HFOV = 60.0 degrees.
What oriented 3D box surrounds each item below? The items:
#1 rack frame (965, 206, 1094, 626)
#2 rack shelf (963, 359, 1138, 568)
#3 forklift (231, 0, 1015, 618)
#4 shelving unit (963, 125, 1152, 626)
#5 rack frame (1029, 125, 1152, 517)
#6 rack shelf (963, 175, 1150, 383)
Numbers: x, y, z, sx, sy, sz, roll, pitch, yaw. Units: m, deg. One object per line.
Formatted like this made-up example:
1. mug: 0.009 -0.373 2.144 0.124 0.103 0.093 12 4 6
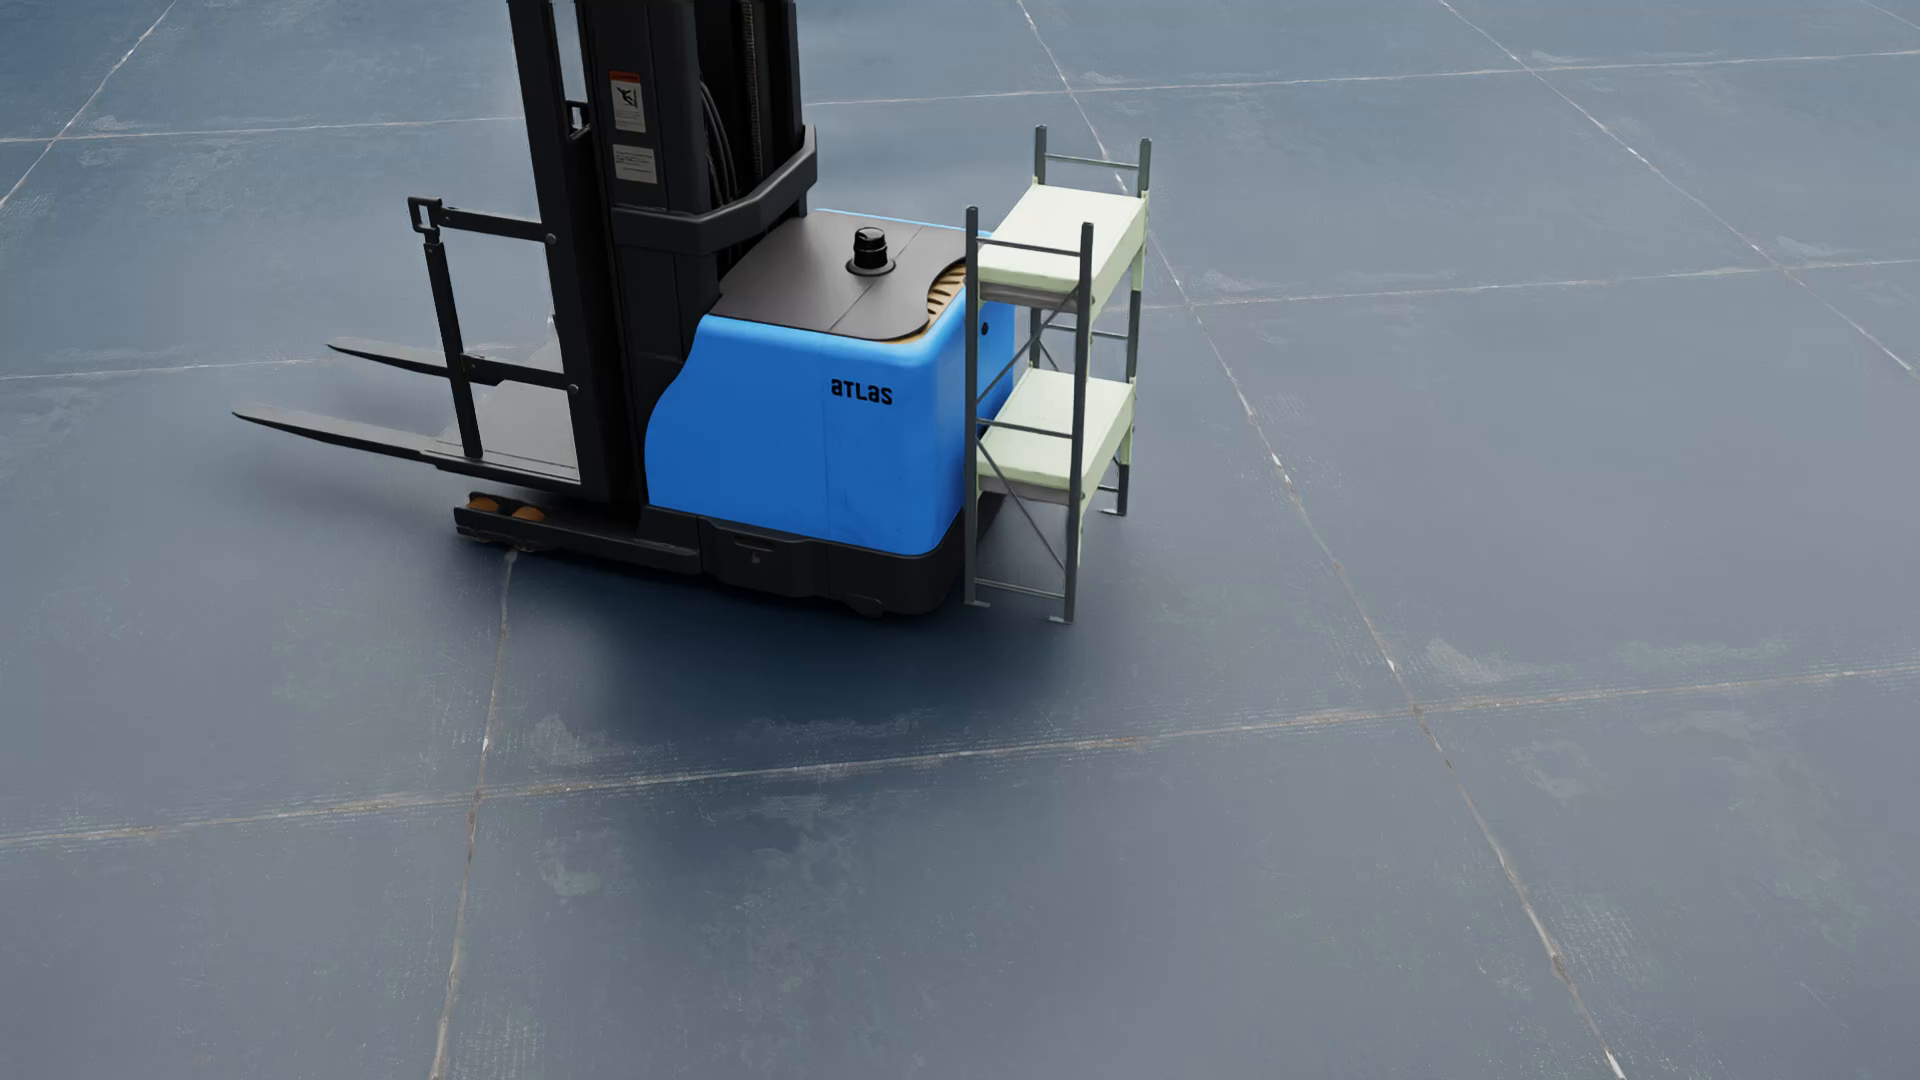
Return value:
1. rack frame: 0.209 -0.362 5.449 0.400 1.500 0.023 11 36 16
2. rack shelf: 0.329 -0.287 5.918 0.431 0.370 0.720 11 36 16
3. forklift: -1.358 -1.434 5.752 3.031 2.935 1.130 11 36 16
4. shelving unit: 0.329 -0.556 5.735 0.431 1.500 0.755 11 36 16
5. rack frame: 0.449 -0.751 6.020 0.400 1.500 0.023 11 36 16
6. rack shelf: 0.329 -0.879 5.515 0.431 0.370 0.720 11 36 16
